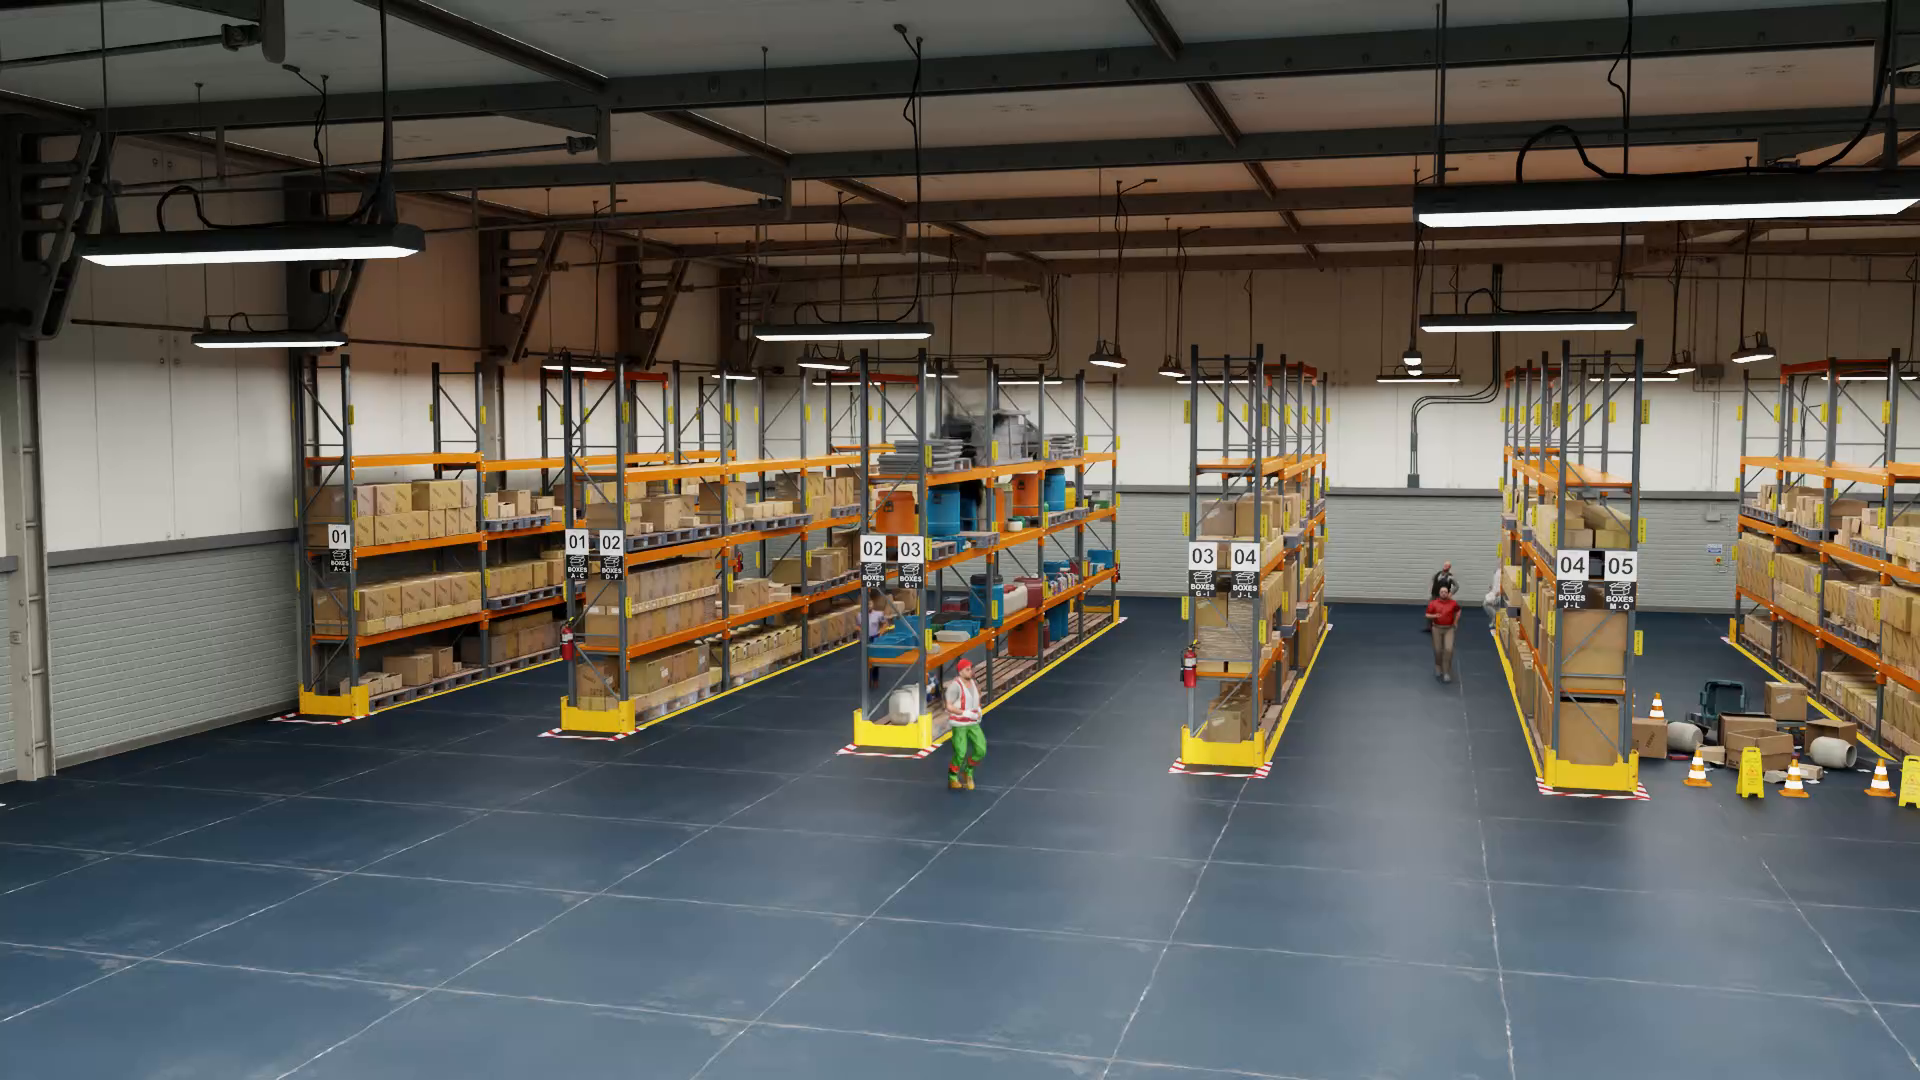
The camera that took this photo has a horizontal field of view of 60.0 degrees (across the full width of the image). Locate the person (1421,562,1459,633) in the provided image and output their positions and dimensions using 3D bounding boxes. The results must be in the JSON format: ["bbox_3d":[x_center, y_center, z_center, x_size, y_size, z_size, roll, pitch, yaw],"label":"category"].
[{"bbox_3d":[11.003,1.320,38.168,0.696,1.642,0.721,-3,5,-31],"label":"person"}]

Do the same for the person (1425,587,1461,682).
[{"bbox_3d":[9.139,1.757,31.469,0.652,1.746,0.872,1,4,15],"label":"person"}]

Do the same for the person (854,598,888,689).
[{"bbox_3d":[-1.652,1.907,30.523,0.586,1.676,0.661,0,4,6],"label":"person"}]

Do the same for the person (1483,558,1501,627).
[{"bbox_3d":[12.678,1.241,39.188,0.661,1.691,0.792,2,5,30],"label":"person"}]

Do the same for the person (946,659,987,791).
[{"bbox_3d":[0.110,2.466,22.101,0.686,1.785,0.676,-4,6,-39],"label":"person"}]
